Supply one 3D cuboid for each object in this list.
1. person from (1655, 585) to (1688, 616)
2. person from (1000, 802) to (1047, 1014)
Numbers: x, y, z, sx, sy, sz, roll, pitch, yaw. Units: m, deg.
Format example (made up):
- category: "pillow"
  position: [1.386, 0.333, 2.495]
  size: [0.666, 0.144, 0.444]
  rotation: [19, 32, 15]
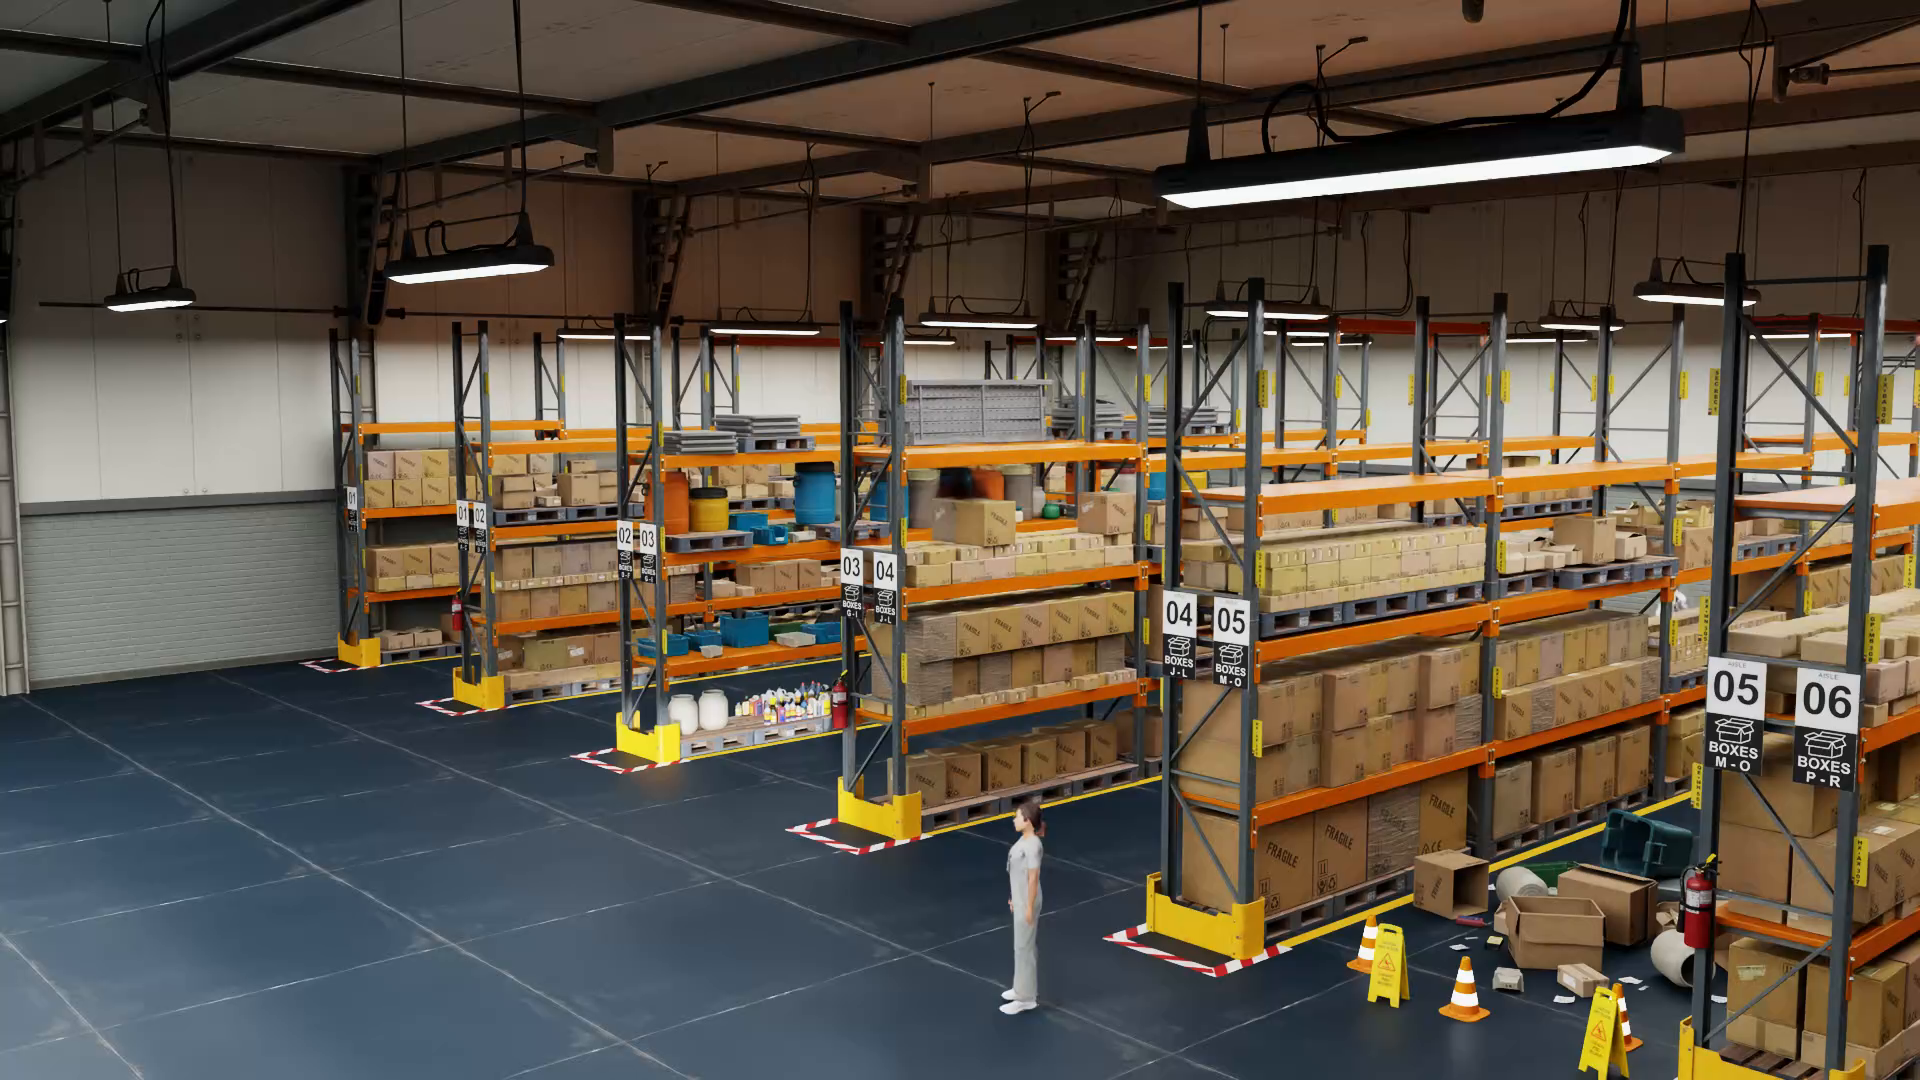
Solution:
- category: "person"
  position: [12.499, 1.451, 29.235]
  size: [0.521, 1.642, 0.950]
  rotation: [5, 8, 42]
- category: "person"
  position: [0.522, 2.988, 13.659]
  size: [0.404, 1.688, 0.474]
  rotation: [0, 6, -1]
